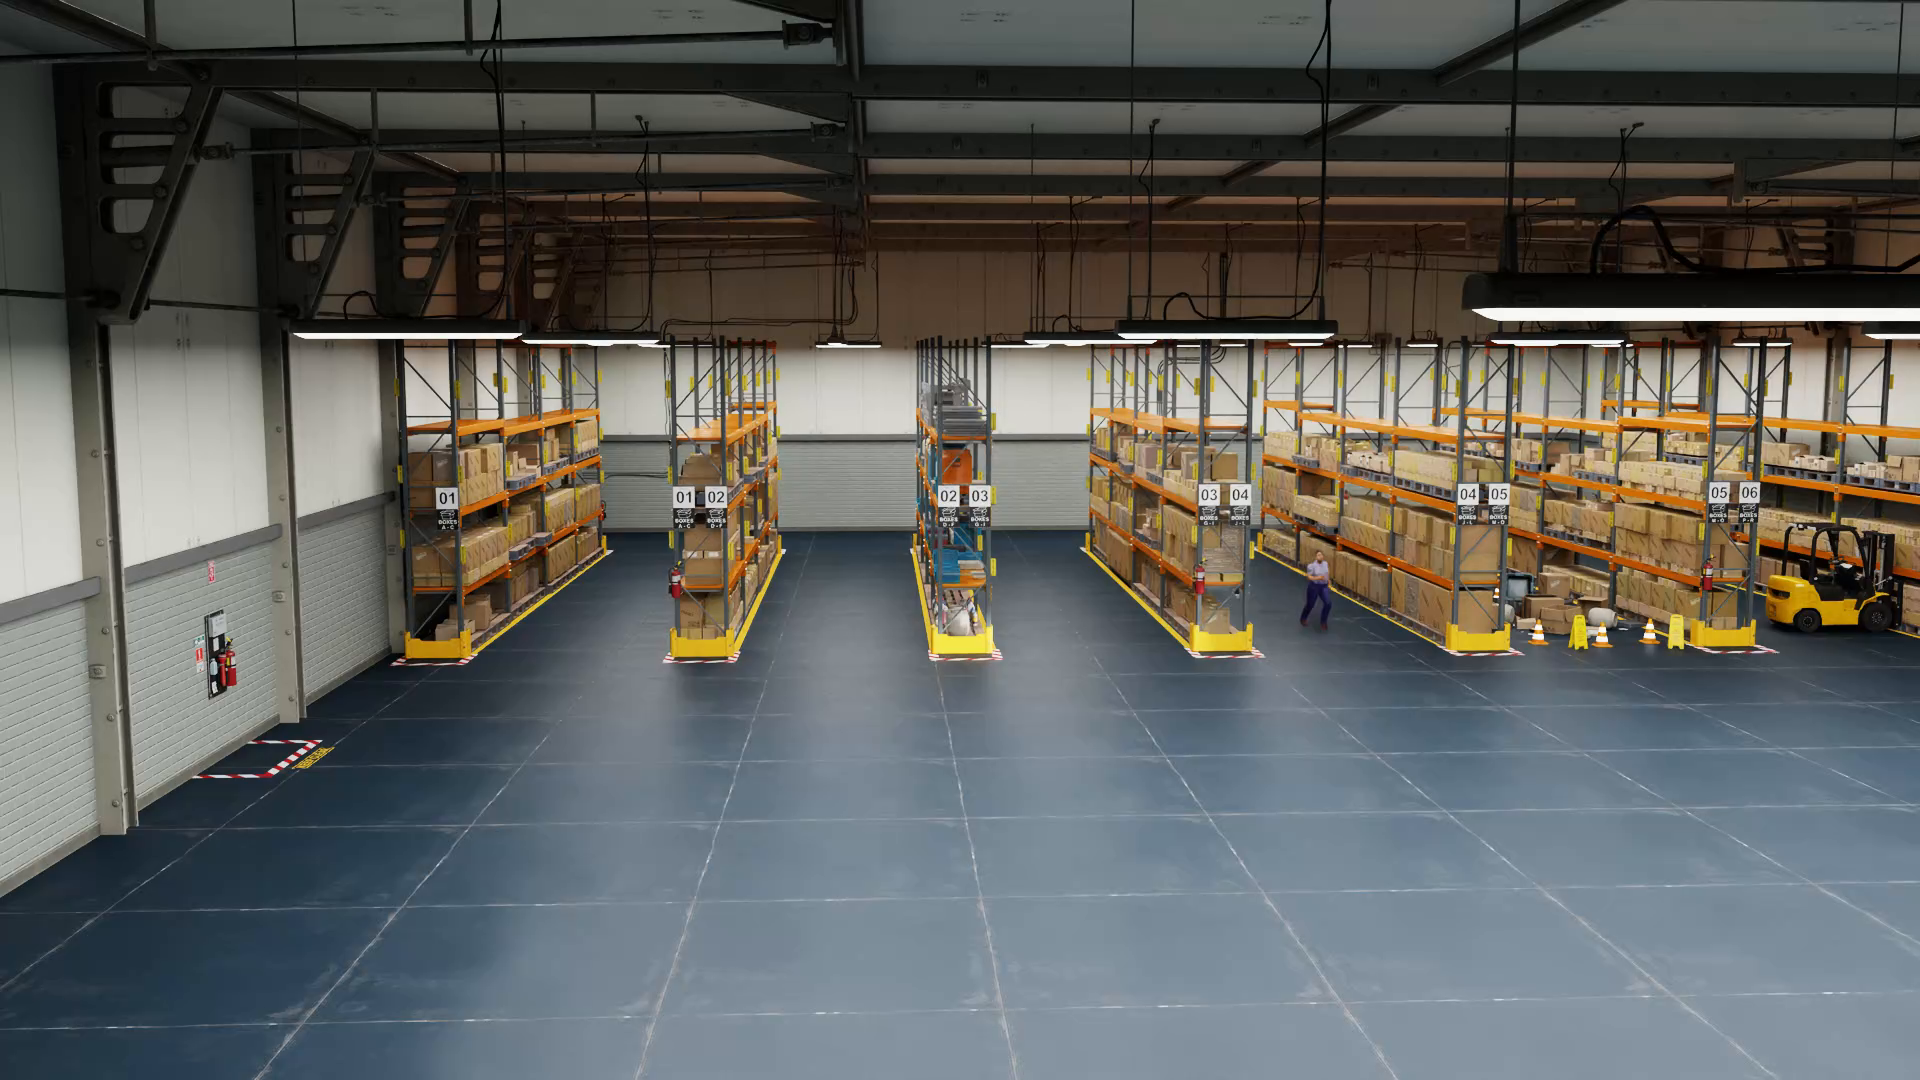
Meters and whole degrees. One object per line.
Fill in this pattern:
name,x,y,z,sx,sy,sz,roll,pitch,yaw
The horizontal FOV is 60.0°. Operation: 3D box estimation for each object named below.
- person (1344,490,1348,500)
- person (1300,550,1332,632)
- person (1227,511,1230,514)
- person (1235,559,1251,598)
person,11.748,-0.659,49.409,1.022,1.682,0.701,0,6,0
person,7.353,1.040,34.174,0.611,1.689,0.871,-2,7,-13
person,7.598,-0.296,46.227,0.651,1.639,0.975,-1,7,-8
person,6.500,0.556,38.437,0.562,1.482,0.620,0,6,0
